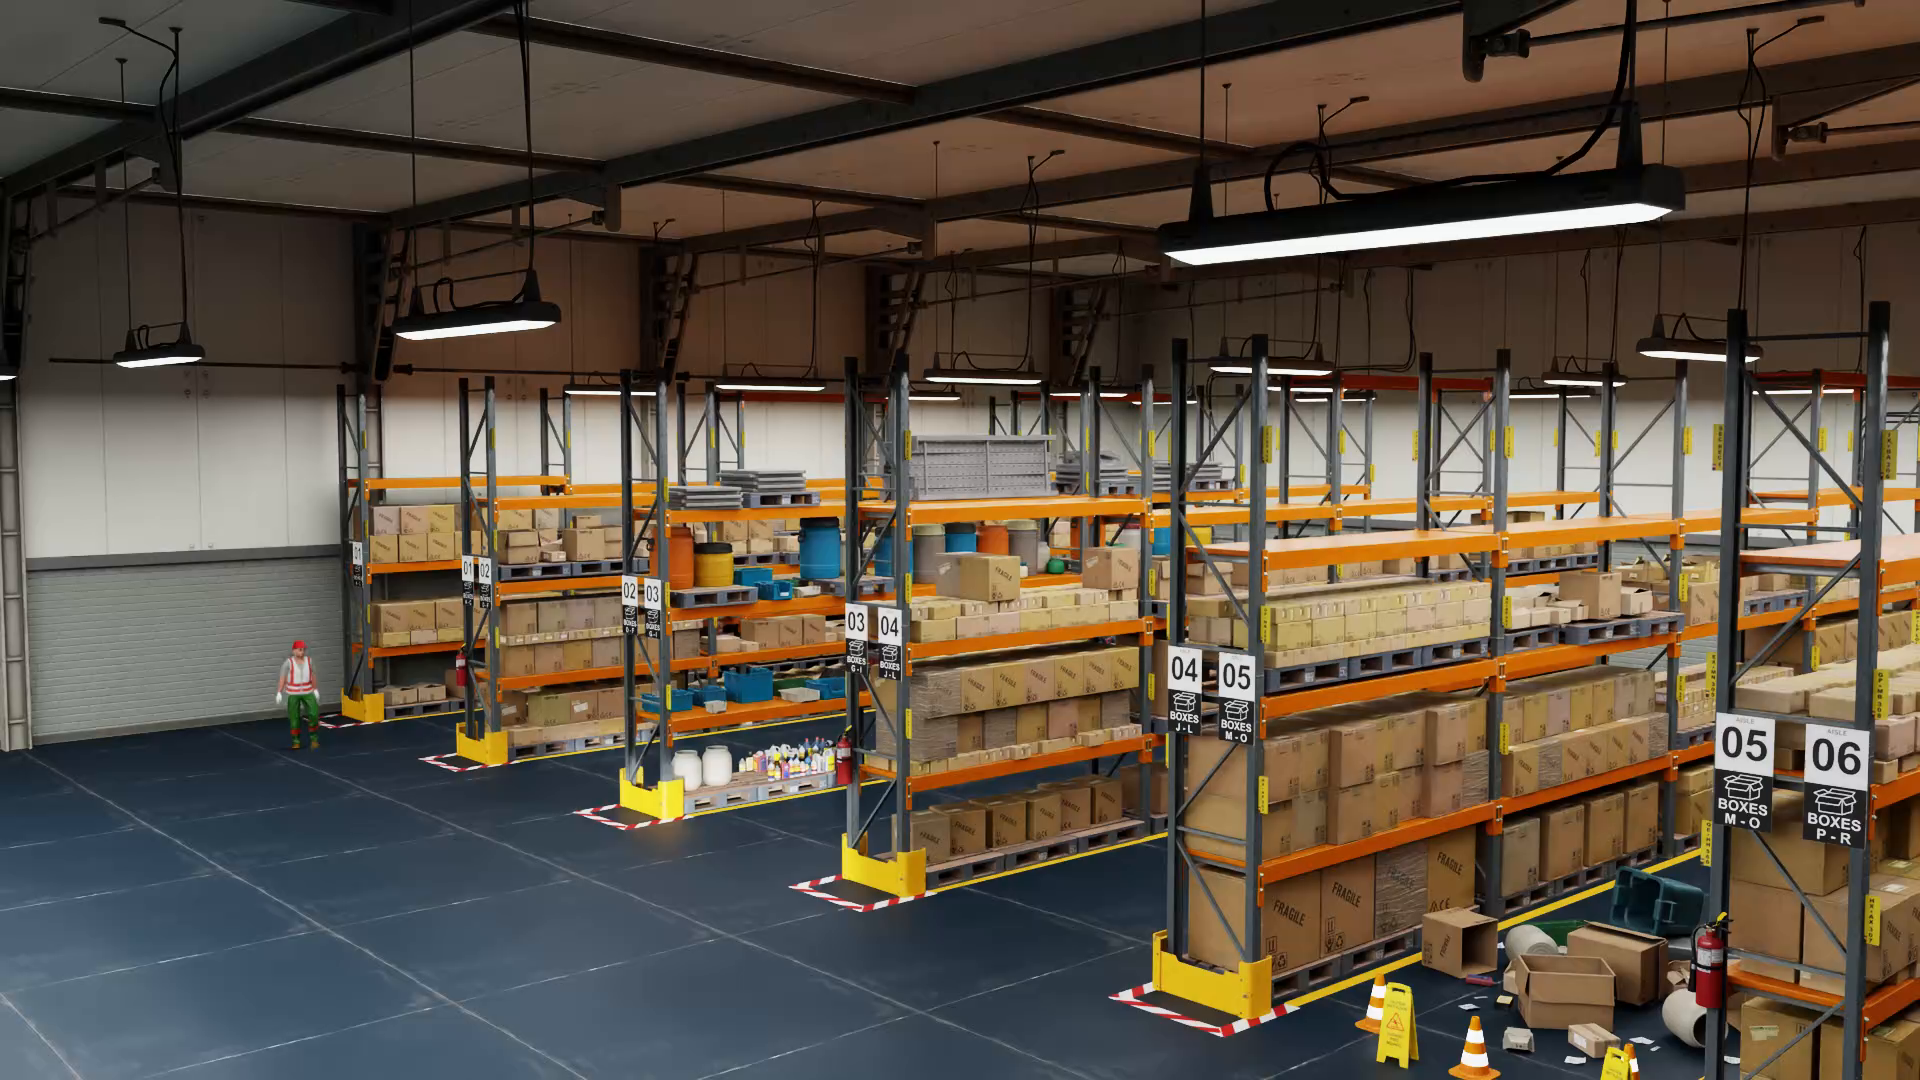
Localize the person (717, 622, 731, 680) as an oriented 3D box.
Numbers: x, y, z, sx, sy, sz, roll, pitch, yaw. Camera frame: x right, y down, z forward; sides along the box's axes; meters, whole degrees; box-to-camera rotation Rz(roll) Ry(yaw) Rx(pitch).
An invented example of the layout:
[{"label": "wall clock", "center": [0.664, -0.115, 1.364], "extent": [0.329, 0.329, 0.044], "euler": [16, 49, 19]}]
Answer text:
[{"label": "person", "center": [-4.521, 2.361, 31.161], "extent": [0.482, 1.647, 0.326], "euler": [-2, 4, -32]}]

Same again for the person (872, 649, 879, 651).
[{"label": "person", "center": [-1.925, 1.818, 35.031], "extent": [0.624, 1.807, 0.479], "euler": [-1, 4, -8]}]

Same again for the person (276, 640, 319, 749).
[{"label": "person", "center": [-10.742, 2.513, 26.979], "extent": [0.685, 1.788, 0.385], "euler": [-3, 5, -34]}]
